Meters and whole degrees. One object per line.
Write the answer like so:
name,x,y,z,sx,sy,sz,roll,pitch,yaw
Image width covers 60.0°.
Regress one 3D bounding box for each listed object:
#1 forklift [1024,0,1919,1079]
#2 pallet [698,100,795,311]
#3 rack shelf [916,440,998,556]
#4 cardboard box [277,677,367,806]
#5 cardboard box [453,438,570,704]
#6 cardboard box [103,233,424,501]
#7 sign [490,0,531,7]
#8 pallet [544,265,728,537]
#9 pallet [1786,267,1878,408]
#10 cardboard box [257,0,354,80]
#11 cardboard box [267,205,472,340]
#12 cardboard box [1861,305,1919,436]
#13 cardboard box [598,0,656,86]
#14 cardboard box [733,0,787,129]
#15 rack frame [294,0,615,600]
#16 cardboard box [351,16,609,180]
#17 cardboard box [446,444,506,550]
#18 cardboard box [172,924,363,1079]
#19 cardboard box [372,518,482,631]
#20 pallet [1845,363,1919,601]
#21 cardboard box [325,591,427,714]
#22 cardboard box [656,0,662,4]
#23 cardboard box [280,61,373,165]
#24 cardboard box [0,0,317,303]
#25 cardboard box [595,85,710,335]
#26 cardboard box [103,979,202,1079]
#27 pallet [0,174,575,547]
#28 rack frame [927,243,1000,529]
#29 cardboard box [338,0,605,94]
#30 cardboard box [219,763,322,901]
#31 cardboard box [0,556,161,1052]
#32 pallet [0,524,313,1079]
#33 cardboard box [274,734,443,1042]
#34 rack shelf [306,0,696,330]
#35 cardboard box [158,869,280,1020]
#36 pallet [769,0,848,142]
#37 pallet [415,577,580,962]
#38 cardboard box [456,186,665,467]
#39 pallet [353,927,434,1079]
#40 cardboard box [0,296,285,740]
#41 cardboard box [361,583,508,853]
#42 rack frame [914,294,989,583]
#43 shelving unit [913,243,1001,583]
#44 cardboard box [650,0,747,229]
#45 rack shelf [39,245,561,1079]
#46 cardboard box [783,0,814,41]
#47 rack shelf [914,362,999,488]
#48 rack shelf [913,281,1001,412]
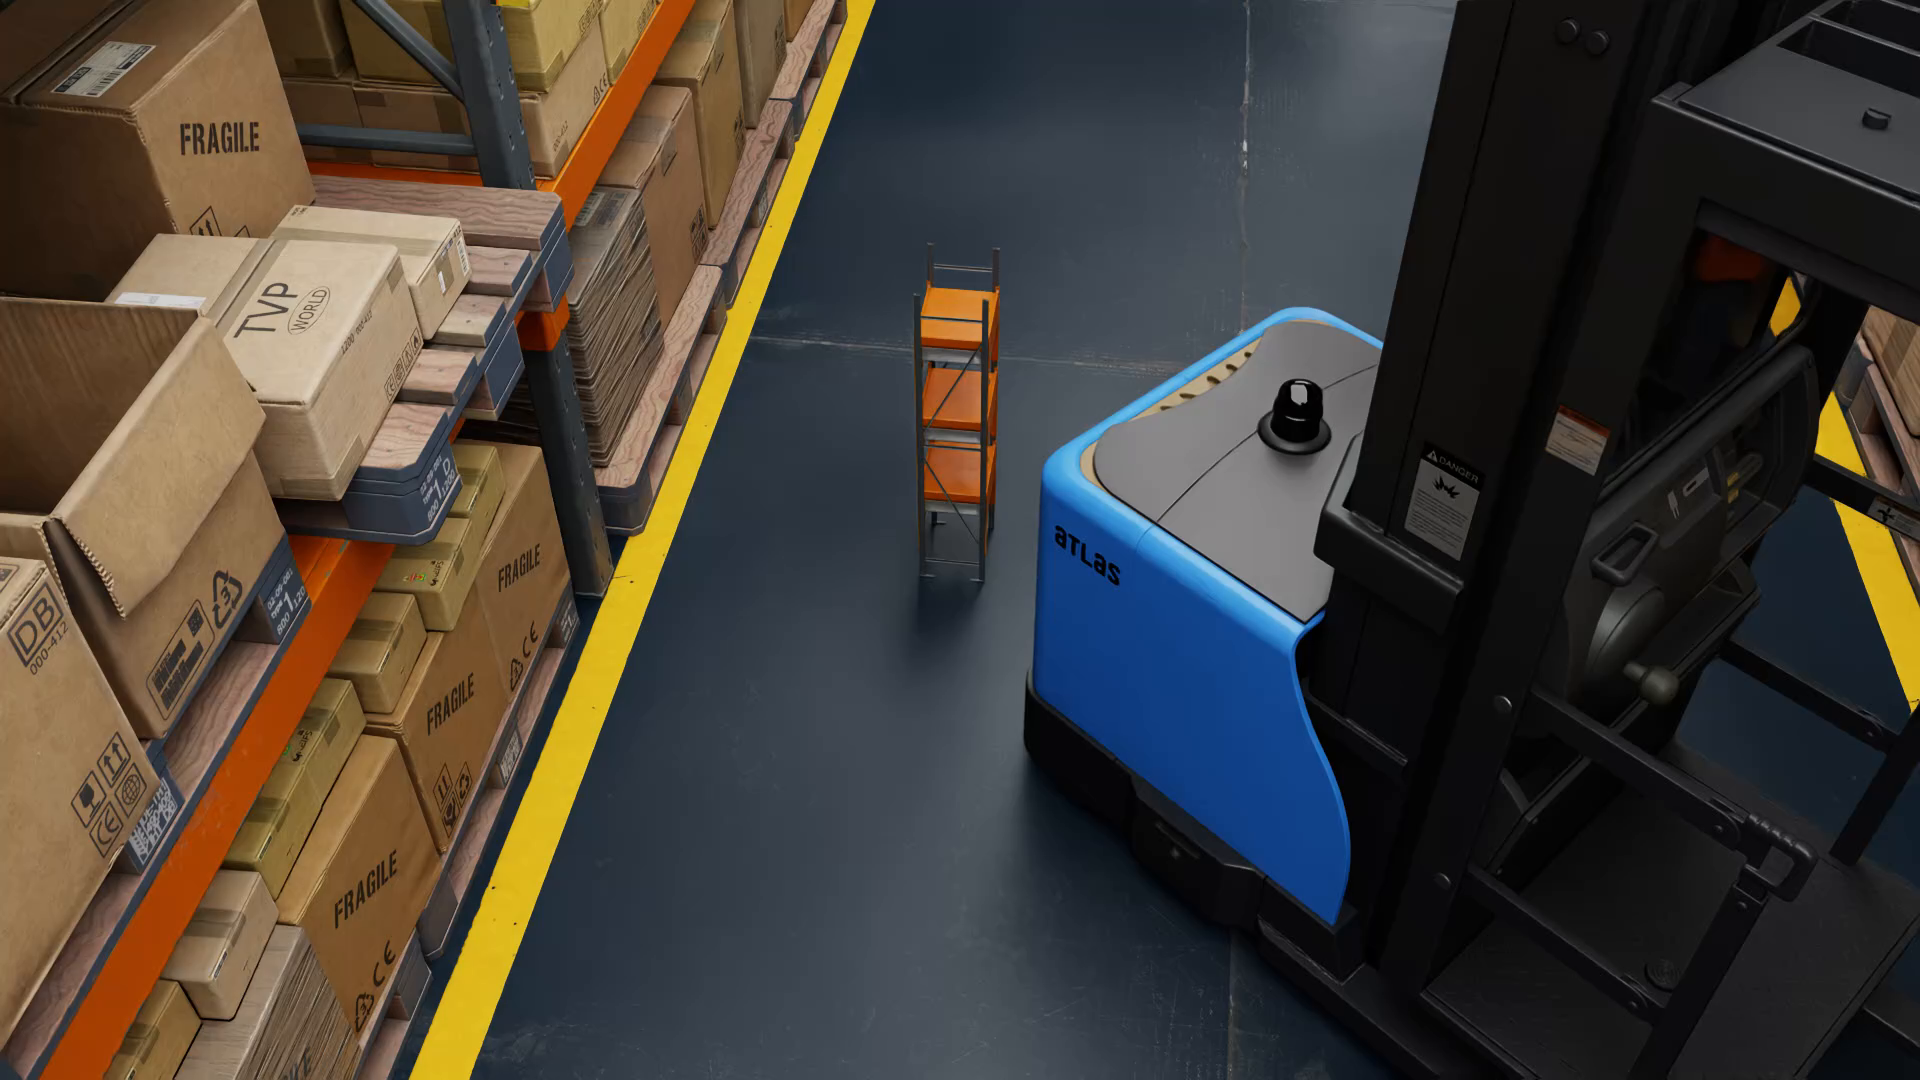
forklift,1.546,0.046,3.070,1.130,2.935,3.031,-33,52,-30
pallet,-1.261,-1.369,6.542,1.003,0.211,1.213,5,44,6
rack shelf,-0.007,-0.135,5.049,0.215,0.259,0.240,5,44,6
cardboard box,-1.550,0.424,3.661,0.380,0.149,0.250,6,44,7
cardboard box,-1.415,0.068,4.509,0.500,0.500,0.500,6,44,7
cardboard box,-1.391,-0.344,3.236,0.500,0.250,0.500,3,44,4
sign,-1.033,-1.344,3.703,0.100,0.325,0.005,5,44,6
pallet,-1.425,-0.540,5.667,1.003,0.211,1.213,5,44,6
pallet,3.617,-0.895,6.042,1.003,0.211,1.213,5,44,6
cardboard box,-1.788,-1.453,4.349,0.500,0.250,0.500,6,44,6
cardboard box,-1.279,-0.574,3.551,0.380,0.149,0.250,6,44,6
cardboard box,3.522,-0.632,5.342,0.950,0.372,0.625,4,44,5
cardboard box,-1.200,-1.563,4.828,0.500,0.250,0.500,4,44,5
cardboard box,-1.212,-2.126,6.736,0.875,0.625,0.625,5,44,5
rack frame,-1.572,-0.995,4.119,1.000,3.000,0.127,5,44,6
cardboard box,-1.272,-1.221,4.467,0.500,0.250,0.500,5,44,6
cardboard box,-1.387,-0.116,4.231,0.380,0.149,0.250,3,44,3
cardboard box,-1.609,1.121,3.397,0.500,0.500,0.500,4,44,4
cardboard box,-1.392,0.073,4.032,0.380,0.149,0.250,3,44,3
pallet,3.453,-0.066,5.166,1.003,0.211,1.213,5,44,6
cardboard box,-1.471,0.249,3.847,0.380,0.149,0.250,4,44,4
cardboard box,-1.139,-1.915,5.199,0.500,0.250,0.500,4,44,4
cardboard box,-1.767,-1.270,4.519,0.500,0.250,0.500,4,44,5
cardboard box,-1.795,-0.847,3.585,0.500,0.500,0.500,7,44,7
cardboard box,-1.398,-1.155,5.710,0.875,0.625,0.625,7,44,7
cardboard box,-1.673,0.948,3.108,0.380,0.149,0.250,5,44,6
pallet,-1.592,-0.457,3.690,1.213,0.211,1.003,5,44,6
rack frame,0.009,-0.428,4.938,0.200,1.050,0.008,5,44,6
cardboard box,-1.247,-1.400,4.292,0.500,0.250,0.500,5,44,5
cardboard box,-1.583,0.595,3.481,0.380,0.149,0.250,5,44,5
cardboard box,-1.643,0.345,2.326,0.700,0.500,0.500,5,44,5
pallet,-1.825,0.401,2.785,1.003,0.211,1.213,5,44,6
cardboard box,-1.558,0.765,3.773,0.500,0.500,0.500,7,44,7
rack shelf,-1.308,-2.097,5.806,1.077,0.370,4.000,5,44,6
cardboard box,-1.590,0.786,3.280,0.380,0.149,0.250,3,44,4
pallet,-1.102,-2.203,7.423,1.003,0.211,1.213,5,44,6
pallet,-1.709,0.523,4.544,1.003,0.211,1.213,5,44,6
cardboard box,-1.476,-0.709,5.239,0.875,0.625,0.625,7,44,7
pallet,-1.872,1.352,3.668,1.003,0.211,1.213,5,44,6
cardboard box,-1.605,-0.056,2.746,0.797,0.503,0.637,4,44,5
cardboard box,-1.492,0.408,4.150,0.500,0.500,0.500,5,44,5
rack frame,-0.023,-0.262,4.763,0.200,1.050,0.008,5,44,6
shelving unit,-0.007,-0.345,4.851,0.215,1.050,0.252,5,44,6
cardboard box,-1.309,-1.614,6.194,0.875,0.625,0.625,4,44,4
rack shelf,-1.837,0.629,2.927,1.077,0.370,4.000,5,44,6
cardboard box,-1.101,-2.655,7.294,0.875,0.625,0.625,7,44,7
rack shelf,-0.007,-0.337,4.858,0.215,0.259,0.240,5,44,6
rack shelf,-0.007,-0.543,4.663,0.215,0.259,0.240,5,44,6
